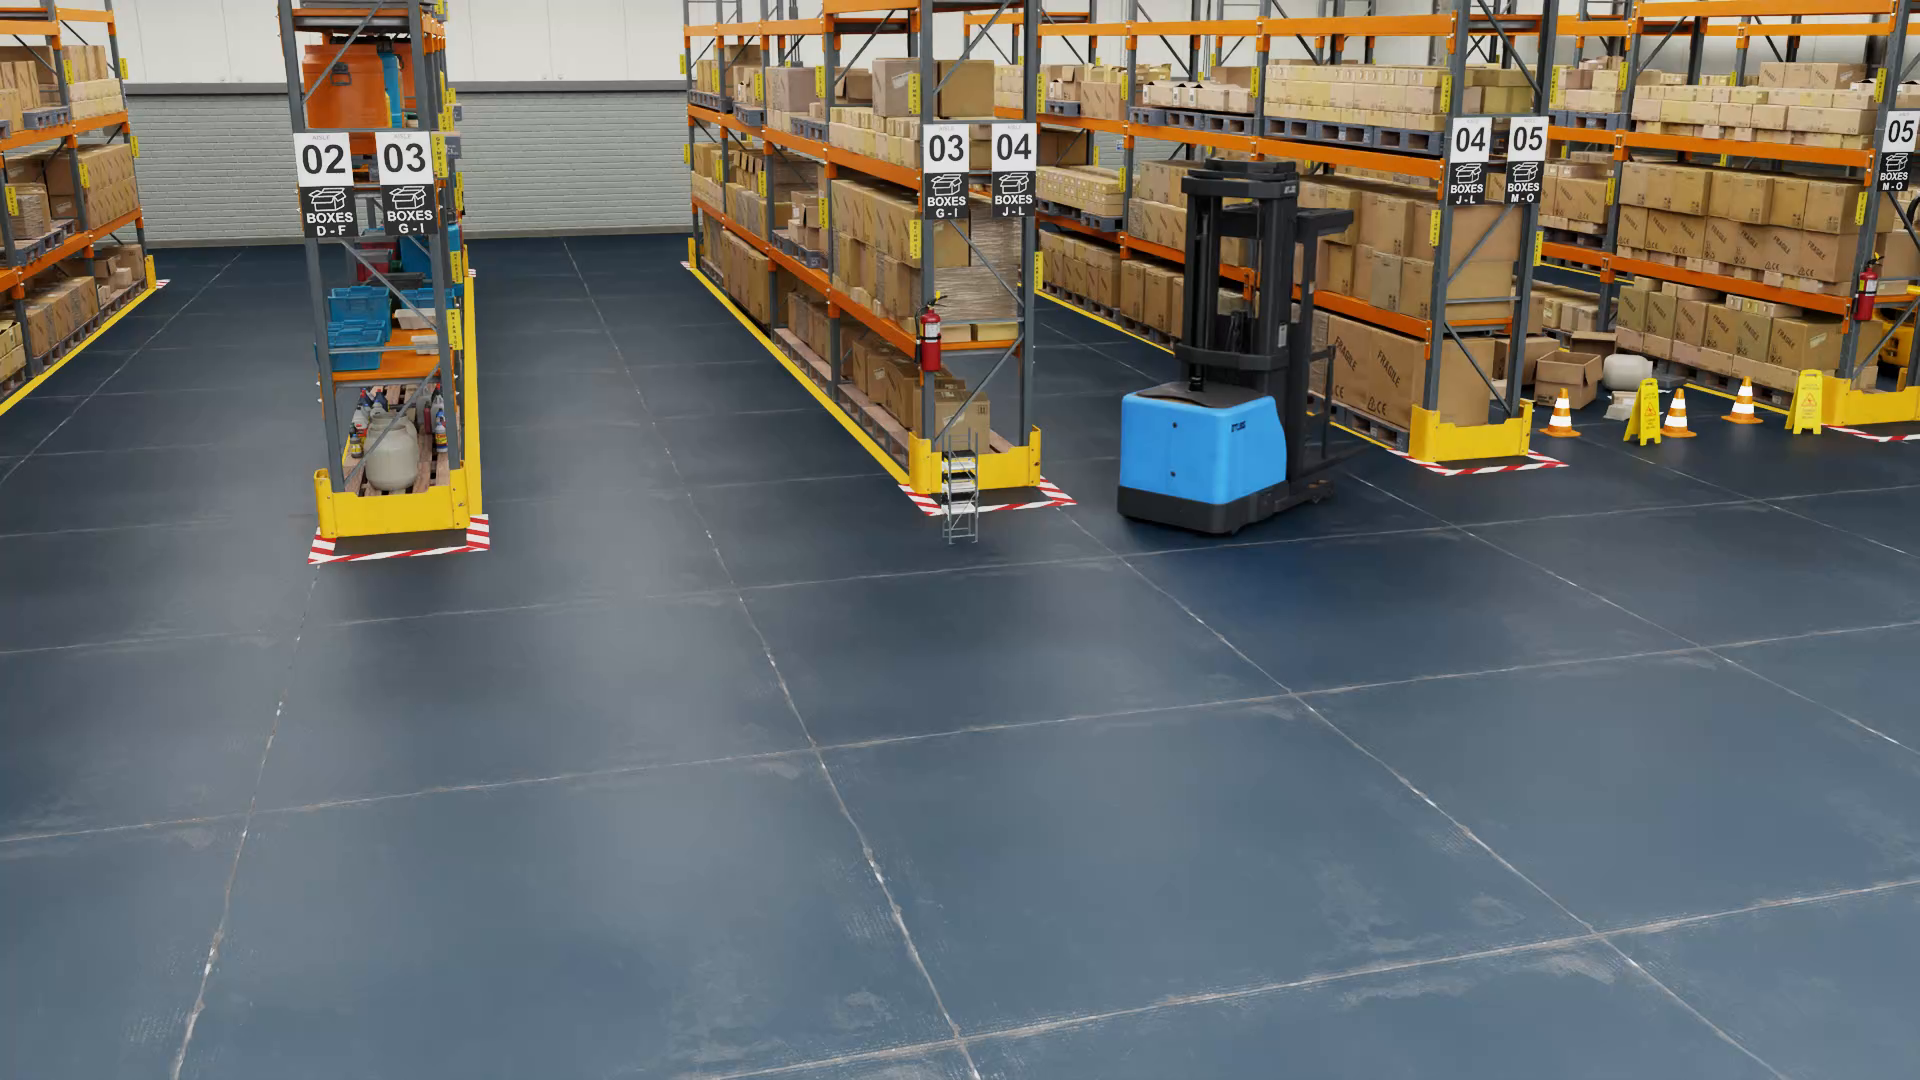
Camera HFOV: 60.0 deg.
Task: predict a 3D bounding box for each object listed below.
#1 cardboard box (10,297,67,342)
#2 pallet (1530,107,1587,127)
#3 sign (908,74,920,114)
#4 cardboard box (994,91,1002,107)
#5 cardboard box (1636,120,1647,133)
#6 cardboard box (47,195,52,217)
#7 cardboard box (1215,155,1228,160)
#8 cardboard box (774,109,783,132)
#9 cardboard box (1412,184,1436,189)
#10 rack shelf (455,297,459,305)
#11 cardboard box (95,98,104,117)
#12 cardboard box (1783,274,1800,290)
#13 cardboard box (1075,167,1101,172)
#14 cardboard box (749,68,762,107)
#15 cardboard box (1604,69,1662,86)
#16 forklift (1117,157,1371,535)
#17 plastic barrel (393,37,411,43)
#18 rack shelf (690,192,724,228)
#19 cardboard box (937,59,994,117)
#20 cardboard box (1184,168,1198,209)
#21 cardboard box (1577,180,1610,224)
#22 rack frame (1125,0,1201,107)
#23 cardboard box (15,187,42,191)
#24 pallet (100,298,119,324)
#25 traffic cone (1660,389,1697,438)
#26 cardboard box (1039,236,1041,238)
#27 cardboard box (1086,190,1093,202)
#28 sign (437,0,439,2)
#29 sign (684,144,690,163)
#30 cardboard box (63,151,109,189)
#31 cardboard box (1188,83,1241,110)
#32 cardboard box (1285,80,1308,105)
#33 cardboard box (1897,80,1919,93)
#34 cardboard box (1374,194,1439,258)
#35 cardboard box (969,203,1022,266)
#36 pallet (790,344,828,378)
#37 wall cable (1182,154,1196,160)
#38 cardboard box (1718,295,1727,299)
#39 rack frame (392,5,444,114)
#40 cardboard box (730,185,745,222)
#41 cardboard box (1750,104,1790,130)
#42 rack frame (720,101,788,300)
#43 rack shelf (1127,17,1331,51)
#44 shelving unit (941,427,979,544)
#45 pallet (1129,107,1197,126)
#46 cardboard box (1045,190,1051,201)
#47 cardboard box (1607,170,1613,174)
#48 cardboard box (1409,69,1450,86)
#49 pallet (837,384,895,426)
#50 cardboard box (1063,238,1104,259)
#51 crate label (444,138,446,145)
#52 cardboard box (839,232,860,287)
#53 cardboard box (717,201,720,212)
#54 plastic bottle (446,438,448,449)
[{"bbox_3d":[-11.700,-2.790,21.105,0.500,0.500,0.500,-5,17,-16],"label":"cardboard box"},{"bbox_3d":[8.231,-5.616,22.045,1.213,0.211,1.003,-5,17,-15],"label":"pallet"},{"bbox_3d":[-0.382,-3.736,13.921,0.100,0.325,0.005,-5,17,-15],"label":"sign"},{"bbox_3d":[0.860,-7.492,28.228,0.500,0.250,0.500,-5,17,-16],"label":"cardboard box"},{"bbox_3d":[8.435,-5.013,20.149,0.380,0.149,0.250,-5,17,-16],"label":"cardboard box"},{"bbox_3d":[-13.051,-4.616,23.432,0.500,0.500,0.500,-4,17,-14],"label":"cardboard box"},{"bbox_3d":[5.144,-7.015,31.417,0.500,0.500,0.500,-5,17,-16],"label":"cardboard box"},{"bbox_3d":[-2.016,-5.199,20.592,0.500,0.250,0.500,-4,17,-14],"label":"cardboard box"},{"bbox_3d":[7.110,-5.191,24.911,0.500,0.250,0.500,-5,17,-15],"label":"cardboard box"},{"bbox_3d":[-6.254,-2.837,18.933,1.077,0.370,4.000,-5,17,-15],"label":"rack shelf"},{"bbox_3d":[-12.973,-6.384,24.539,0.500,0.250,0.500,-5,17,-15],"label":"cardboard box"},{"bbox_3d":[9.151,-2.797,17.986,0.380,0.149,0.250,-5,17,-16],"label":"cardboard box"},{"bbox_3d":[2.029,-5.793,26.195,0.380,0.149,0.250,-5,17,-17],"label":"cardboard box"},{"bbox_3d":[-2.600,-6.207,22.782,0.500,0.500,0.500,-4,17,-12],"label":"cardboard box"},{"bbox_3d":[8.664,-5.939,21.457,0.500,0.250,0.500,-5,17,-16],"label":"cardboard box"},{"bbox_3d":[2.647,-1.806,14.370,1.130,2.935,3.031,13,21,38],"label":"forklift"},{"bbox_3d":[-7.287,-6.259,22.259,0.600,0.901,0.708,-5,17,-15],"label":"plastic barrel"},{"bbox_3d":[-3.690,-5.441,27.603,1.077,0.370,4.000,-5,17,-15],"label":"rack shelf"},{"bbox_3d":[0.009,-4.212,15.485,0.500,0.500,0.500,-5,17,-15],"label":"cardboard box"},{"bbox_3d":[3.293,-4.469,21.205,0.700,0.500,0.500,-5,17,-16],"label":"cardboard box"},{"bbox_3d":[8.239,-4.304,21.147,0.500,0.500,0.500,-5,17,-16],"label":"cardboard box"},{"bbox_3d":[2.755,-7.364,22.324,1.000,3.000,0.127,-5,17,-15],"label":"rack frame"},{"bbox_3d":[-12.502,-4.366,21.867,0.700,0.500,0.500,-2,17,-6],"label":"cardboard box"},{"bbox_3d":[-12.854,-3.305,24.088,1.003,0.211,1.213,-5,17,-15],"label":"pallet"},{"bbox_3d":[7.353,-1.317,17.032,0.336,0.463,0.334,-5,17,-15],"label":"traffic cone"},{"bbox_3d":[1.540,-5.123,28.485,0.380,0.149,0.250,-4,17,-14],"label":"cardboard box"},{"bbox_3d":[2.032,-4.961,23.942,0.380,0.149,0.250,-4,17,-14],"label":"cardboard box"},{"bbox_3d":[-5.172,-5.442,16.289,0.100,0.325,0.005,-5,17,-15],"label":"sign"},{"bbox_3d":[-4.775,-6.749,29.065,0.100,0.325,0.005,-5,17,-15],"label":"sign"},{"bbox_3d":[-12.809,-5.415,24.352,0.500,0.500,0.500,-5,17,-17],"label":"cardboard box"},{"bbox_3d":[3.161,-5.494,20.566,0.500,0.311,0.500,-5,18,-17],"label":"cardboard box"},{"bbox_3d":[3.860,-4.843,17.988,0.500,0.250,0.500,-5,17,-16],"label":"cardboard box"},{"bbox_3d":[12.925,-6.021,22.318,0.500,0.311,0.500,-5,18,-17],"label":"cardboard box"},{"bbox_3d":[4.649,-3.117,16.477,0.875,0.550,0.550,-5,17,-15],"label":"cardboard box"},{"bbox_3d":[0.268,-2.756,14.985,0.500,0.500,0.500,-5,17,-15],"label":"cardboard box"},{"bbox_3d":[-1.496,-2.238,20.534,1.003,0.211,1.213,-5,17,-15],"label":"pallet"},{"bbox_3d":[5.077,-9.282,37.374,0.588,1.984,0.122,-5,17,-15],"label":"wall cable"},{"bbox_3d":[9.290,-2.623,19.715,0.500,0.500,0.500,-4,17,-12],"label":"cardboard box"},{"bbox_3d":[-6.804,-6.608,19.808,1.000,3.000,0.127,-5,17,-15],"label":"rack frame"},{"bbox_3d":[-3.116,-4.994,24.691,0.500,0.500,0.500,-5,17,-15],"label":"cardboard box"},{"bbox_3d":[9.002,-4.607,18.103,0.500,0.250,0.500,-4,17,-14],"label":"cardboard box"},{"bbox_3d":[-3.141,-5.233,25.658,1.000,3.000,0.127,-5,17,-15],"label":"rack frame"},{"bbox_3d":[3.305,-6.274,20.643,1.077,0.370,4.000,-5,17,-15],"label":"rack shelf"},{"bbox_3d":[-0.002,-0.433,13.330,0.258,0.900,0.210,-5,17,-15],"label":"shelving unit"},{"bbox_3d":[2.983,-5.663,22.203,1.213,0.211,1.003,-4,17,-13],"label":"pallet"},{"bbox_3d":[1.537,-5.317,25.646,0.380,0.149,0.250,-5,17,-15],"label":"cardboard box"},{"bbox_3d":[11.172,-6.132,28.154,0.396,0.266,0.258,-4,17,-13],"label":"cardboard box"},{"bbox_3d":[4.468,-4.360,15.686,0.380,0.149,0.250,-5,17,-15],"label":"cardboard box"},{"bbox_3d":[-0.724,-1.501,18.083,1.003,0.211,1.213,-5,17,-15],"label":"pallet"},{"bbox_3d":[1.890,-4.446,25.351,0.500,0.250,0.500,-4,17,-13],"label":"cardboard box"},{"bbox_3d":[-4.802,-3.431,14.704,0.502,0.251,0.408,-5,17,-15],"label":"crate label"},{"bbox_3d":[-0.774,-2.940,17.333,0.875,0.500,0.500,-5,17,-15],"label":"cardboard box"},{"bbox_3d":[-3.611,-5.242,26.126,0.380,0.149,0.250,-4,17,-14],"label":"cardboard box"},{"bbox_3d":[-4.832,-0.947,15.490,0.097,0.201,0.097,0,17,0],"label":"plastic bottle"}]
